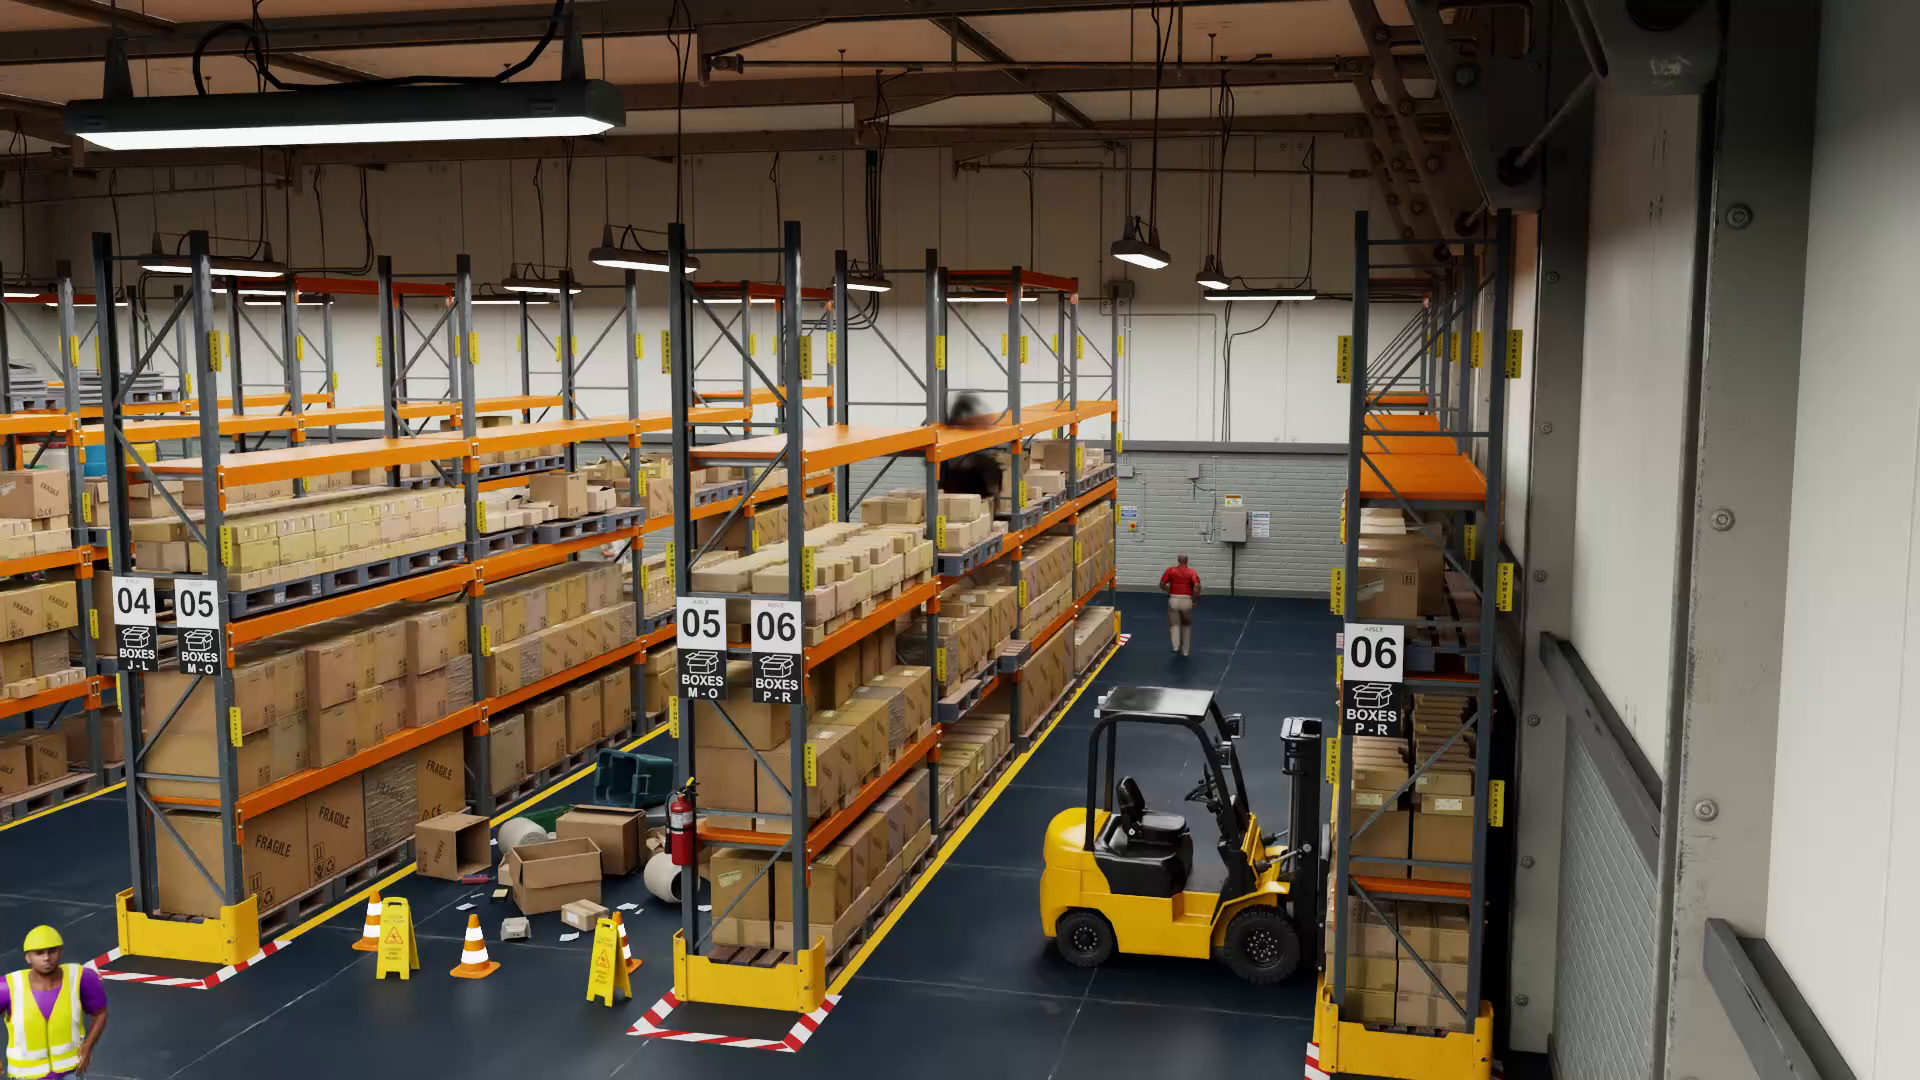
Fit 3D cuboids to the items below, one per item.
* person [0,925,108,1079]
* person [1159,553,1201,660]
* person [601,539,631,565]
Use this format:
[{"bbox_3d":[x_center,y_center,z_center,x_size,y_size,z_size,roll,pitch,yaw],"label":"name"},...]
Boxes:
[{"bbox_3d":[-5.366,3.120,9.767,0.700,1.731,0.503,-5,8,-34],"label":"person"},{"bbox_3d":[3.499,1.103,26.487,0.675,1.788,0.793,2,7,12],"label":"person"},{"bbox_3d":[-6.503,0.475,31.450,0.937,1.762,0.686,4,8,31],"label":"person"}]
